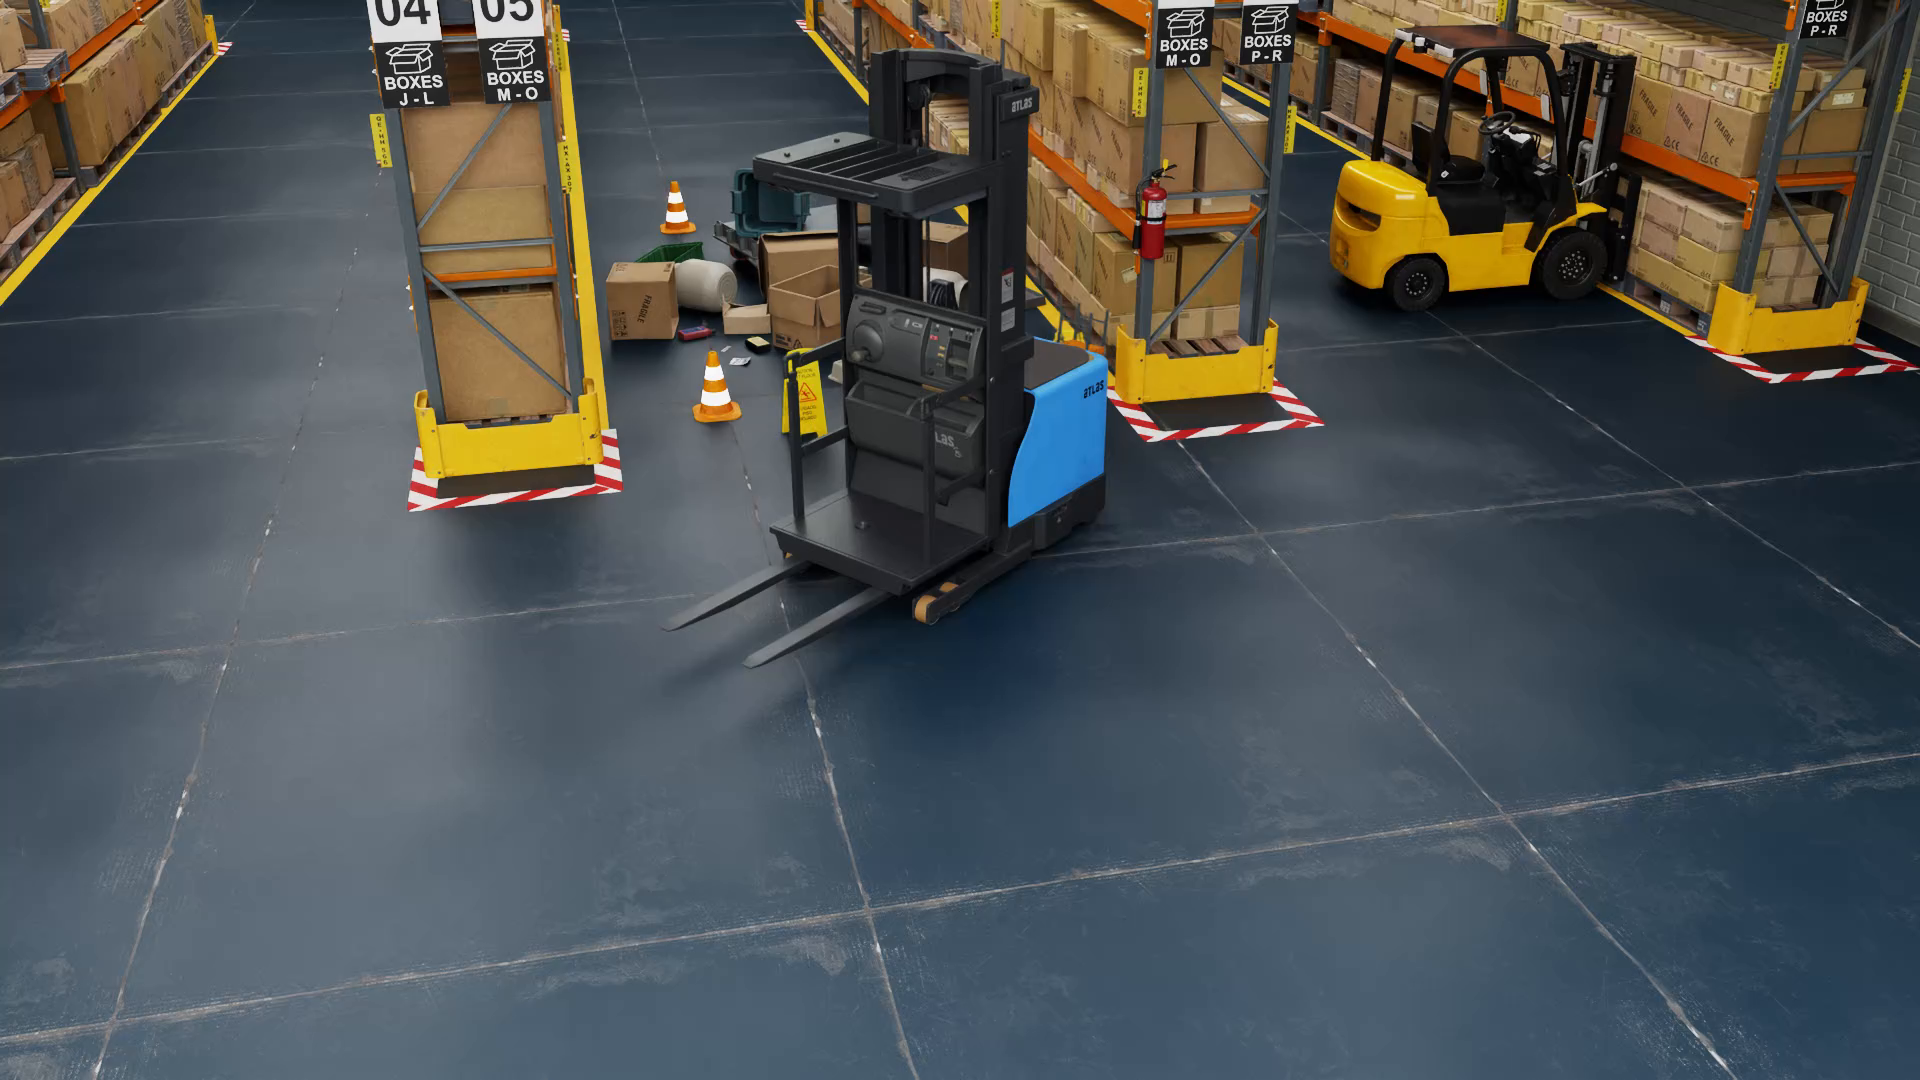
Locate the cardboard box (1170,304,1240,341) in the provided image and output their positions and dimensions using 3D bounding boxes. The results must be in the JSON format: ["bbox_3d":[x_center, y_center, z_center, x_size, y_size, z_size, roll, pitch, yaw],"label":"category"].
[{"bbox_3d":[1.859,-1.776,13.025,0.500,0.250,0.500,-6,27,-12],"label":"cardboard box"}]

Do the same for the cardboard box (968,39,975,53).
[{"bbox_3d":[0.289,-4.801,16.246,0.380,0.149,0.250,-6,27,-11],"label":"cardboard box"}]

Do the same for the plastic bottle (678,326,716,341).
[{"bbox_3d":[-2.138,-1.685,13.520,0.283,0.061,0.133,-16,31,-29],"label":"plastic bottle"}]

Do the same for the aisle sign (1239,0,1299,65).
[{"bbox_3d":[2.087,-3.598,11.165,0.394,0.787,0.004,-6,27,-12],"label":"aisle sign"}]

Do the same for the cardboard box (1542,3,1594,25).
[{"bbox_3d":[5.652,-4.888,15.445,0.380,0.149,0.250,-6,27,-11],"label":"cardboard box"}]

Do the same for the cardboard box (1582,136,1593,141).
[{"bbox_3d":[6.133,-3.684,15.696,0.500,0.250,0.500,-6,27,-12],"label":"cardboard box"}]

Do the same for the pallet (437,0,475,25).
[{"bbox_3d":[-3.206,-3.511,10.646,1.003,0.211,1.213,-6,27,-12],"label":"pallet"}]

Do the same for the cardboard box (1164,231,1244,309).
[{"bbox_3d":[1.853,-2.121,12.876,0.500,0.500,0.500,-7,28,-13],"label":"cardboard box"}]

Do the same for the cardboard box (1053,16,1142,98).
[{"bbox_3d":[1.121,-3.696,12.693,0.700,0.500,0.500,-6,27,-12],"label":"cardboard box"}]

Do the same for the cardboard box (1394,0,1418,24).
[{"bbox_3d":[5.017,-5.715,17.855,0.500,0.250,0.500,-6,27,-11],"label":"cardboard box"}]

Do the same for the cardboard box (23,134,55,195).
[{"bbox_3d":[-9.516,-3.728,16.592,0.700,0.500,0.500,-7,28,-14],"label":"cardboard box"}]

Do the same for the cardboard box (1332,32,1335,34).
[{"bbox_3d":[4.851,-6.422,21.233,0.380,0.149,0.250,-7,28,-14],"label":"cardboard box"}]

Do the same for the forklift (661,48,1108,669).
[{"bbox_3d":[-0.391,-1.086,9.148,1.130,2.935,3.031,20,33,34],"label":"forklift"}]

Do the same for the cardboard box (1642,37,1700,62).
[{"bbox_3d":[5.935,-4.092,13.868,0.380,0.149,0.250,-5,27,-11],"label":"cardboard box"}]

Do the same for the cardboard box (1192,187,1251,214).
[{"bbox_3d":[1.896,-2.492,12.136,0.380,0.149,0.250,-6,27,-11],"label":"cardboard box"}]

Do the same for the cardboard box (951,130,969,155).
[{"bbox_3d":[0.425,-4.054,17.404,0.950,0.372,0.625,-5,27,-10],"label":"cardboard box"}]

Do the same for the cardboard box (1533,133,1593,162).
[{"bbox_3d":[5.614,-3.632,15.593,0.500,0.250,0.500,-6,27,-12],"label":"cardboard box"}]

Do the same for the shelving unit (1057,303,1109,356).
[{"bbox_3d":[0.732,-0.901,10.686,0.258,1.200,0.189,20,24,34],"label":"shelving unit"}]

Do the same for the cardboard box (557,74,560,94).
[{"bbox_3d":[-3.901,-4.167,15.066,0.500,0.500,0.500,-6,27,-11],"label":"cardboard box"}]

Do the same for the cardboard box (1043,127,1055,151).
[{"bbox_3d":[0.907,-3.344,13.825,0.380,0.149,0.250,-6,27,-11],"label":"cardboard box"}]

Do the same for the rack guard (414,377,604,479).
[{"bbox_3d":[-3.023,-0.760,11.201,1.175,0.500,0.348,-6,27,-12],"label":"rack guard"}]

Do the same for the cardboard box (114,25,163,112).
[{"bbox_3d":[-10.425,-5.655,20.018,1.225,0.875,0.875,-6,27,-11],"label":"cardboard box"}]

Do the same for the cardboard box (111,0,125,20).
[{"bbox_3d":[-10.112,-6.344,19.380,0.500,0.500,0.500,-5,27,-10],"label":"cardboard box"}]

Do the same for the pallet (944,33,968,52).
[{"bbox_3d":[0.454,-4.995,17.030,1.003,0.211,1.213,-6,27,-12],"label":"pallet"}]

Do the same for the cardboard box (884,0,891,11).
[{"bbox_3d":[-0.627,-6.520,20.005,0.500,0.250,0.500,-6,27,-12],"label":"cardboard box"}]

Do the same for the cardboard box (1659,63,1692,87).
[{"bbox_3d":[6.019,-3.849,13.716,0.380,0.149,0.250,-7,28,-13],"label":"cardboard box"}]

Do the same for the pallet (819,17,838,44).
[{"bbox_3d":[-1.578,-7.870,25.607,1.003,0.211,1.213,-6,27,-12],"label":"pallet"}]

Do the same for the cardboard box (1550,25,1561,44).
[{"bbox_3d":[5.666,-4.638,15.279,0.380,0.149,0.250,-6,27,-12],"label":"cardboard box"}]

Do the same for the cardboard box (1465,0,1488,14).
[{"bbox_3d":[5.332,-5.381,16.751,0.380,0.149,0.250,-6,27,-12],"label":"cardboard box"}]

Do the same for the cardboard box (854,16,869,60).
[{"bbox_3d":[-0.970,-7.032,23.230,0.875,0.438,0.875,-6,27,-12],"label":"cardboard box"}]

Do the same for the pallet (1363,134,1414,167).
[{"bbox_3d":[5.222,-4.307,18.548,1.003,0.211,1.213,-6,27,-12],"label":"pallet"}]

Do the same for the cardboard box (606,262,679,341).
[{"bbox_3d":[-2.581,-1.951,13.557,0.500,0.500,0.500,-1,27,-3],"label":"cardboard box"}]

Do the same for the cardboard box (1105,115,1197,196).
[{"bbox_3d":[1.380,-2.821,12.070,0.500,0.500,0.500,-6,27,-13],"label":"cardboard box"}]

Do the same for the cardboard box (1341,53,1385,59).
[{"bbox_3d":[4.981,-5.736,20.594,0.500,0.500,0.500,-5,27,-10],"label":"cardboard box"}]

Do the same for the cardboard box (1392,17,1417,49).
[{"bbox_3d":[5.012,-5.490,17.965,0.500,0.250,0.500,-5,27,-10],"label":"cardboard box"}]

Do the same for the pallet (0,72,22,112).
[{"bbox_3d":[-9.201,-3.989,15.037,1.003,0.211,1.213,-6,27,-12],"label":"pallet"}]

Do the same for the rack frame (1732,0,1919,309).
[{"bbox_3d":[6.606,-2.939,12.744,1.000,3.000,0.127,-6,27,-12],"label":"rack frame"}]

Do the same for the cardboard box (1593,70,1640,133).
[{"bbox_3d":[5.892,-3.847,14.431,0.500,0.500,0.500,-6,27,-11],"label":"cardboard box"}]

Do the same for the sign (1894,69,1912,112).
[{"bbox_3d":[7.148,-3.415,12.638,0.100,0.325,0.005,-6,27,-12],"label":"sign"}]

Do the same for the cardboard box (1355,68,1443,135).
[{"bbox_3d":[5.086,-5.017,19.031,0.875,0.625,0.625,-5,27,-10],"label":"cardboard box"}]

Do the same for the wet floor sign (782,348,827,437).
[{"bbox_3d":[-1.093,-1.024,11.563,0.267,0.644,0.232,-11,29,-20],"label":"wet floor sign"}]

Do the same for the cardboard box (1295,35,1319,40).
[{"bbox_3d":[4.337,-6.240,20.873,0.380,0.149,0.250,-7,28,-13],"label":"cardboard box"}]

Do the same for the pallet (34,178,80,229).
[{"bbox_3d":[-9.512,-3.351,16.655,1.003,0.211,1.213,-6,27,-12],"label":"pallet"}]

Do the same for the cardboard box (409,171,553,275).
[{"bbox_3d":[-3.157,-2.112,10.939,0.875,0.550,0.550,-6,27,-12],"label":"cardboard box"}]

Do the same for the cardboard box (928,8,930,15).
[{"bbox_3d":[-0.140,-5.859,18.343,0.380,0.149,0.250,-8,28,-15],"label":"cardboard box"}]

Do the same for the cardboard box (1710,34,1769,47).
[{"bbox_3d":[6.551,-4.157,13.996,0.380,0.149,0.250,-7,28,-13],"label":"cardboard box"}]

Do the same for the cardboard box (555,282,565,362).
[{"bbox_3d":[-3.446,-1.803,12.384,0.875,0.875,0.875,-6,27,-12],"label":"cardboard box"}]

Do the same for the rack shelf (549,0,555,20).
[{"bbox_3d":[-5.282,-5.955,19.519,1.077,0.370,4.000,-6,27,-12],"label":"rack shelf"}]

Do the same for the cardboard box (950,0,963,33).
[{"bbox_3d":[0.200,-5.409,16.730,0.500,0.500,0.500,-7,28,-14],"label":"cardboard box"}]

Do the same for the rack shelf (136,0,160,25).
[{"bbox_3d":[-11.039,-7.252,22.088,1.077,0.370,4.000,-6,27,-12],"label":"rack shelf"}]

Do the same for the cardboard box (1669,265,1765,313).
[{"bbox_3d":[6.193,-2.073,13.615,0.500,0.250,0.500,-6,27,-11],"label":"cardboard box"}]

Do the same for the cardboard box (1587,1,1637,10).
[{"bbox_3d":[6.087,-4.938,15.544,0.380,0.149,0.250,-7,28,-13],"label":"cardboard box"}]

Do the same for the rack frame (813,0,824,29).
[{"bbox_3d":[-1.835,-9.458,25.659,1.000,3.000,0.127,-6,27,-12],"label":"rack frame"}]

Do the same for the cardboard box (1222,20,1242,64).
[{"bbox_3d":[3.921,-6.811,22.723,0.500,0.500,0.500,-6,27,-12],"label":"cardboard box"}]
